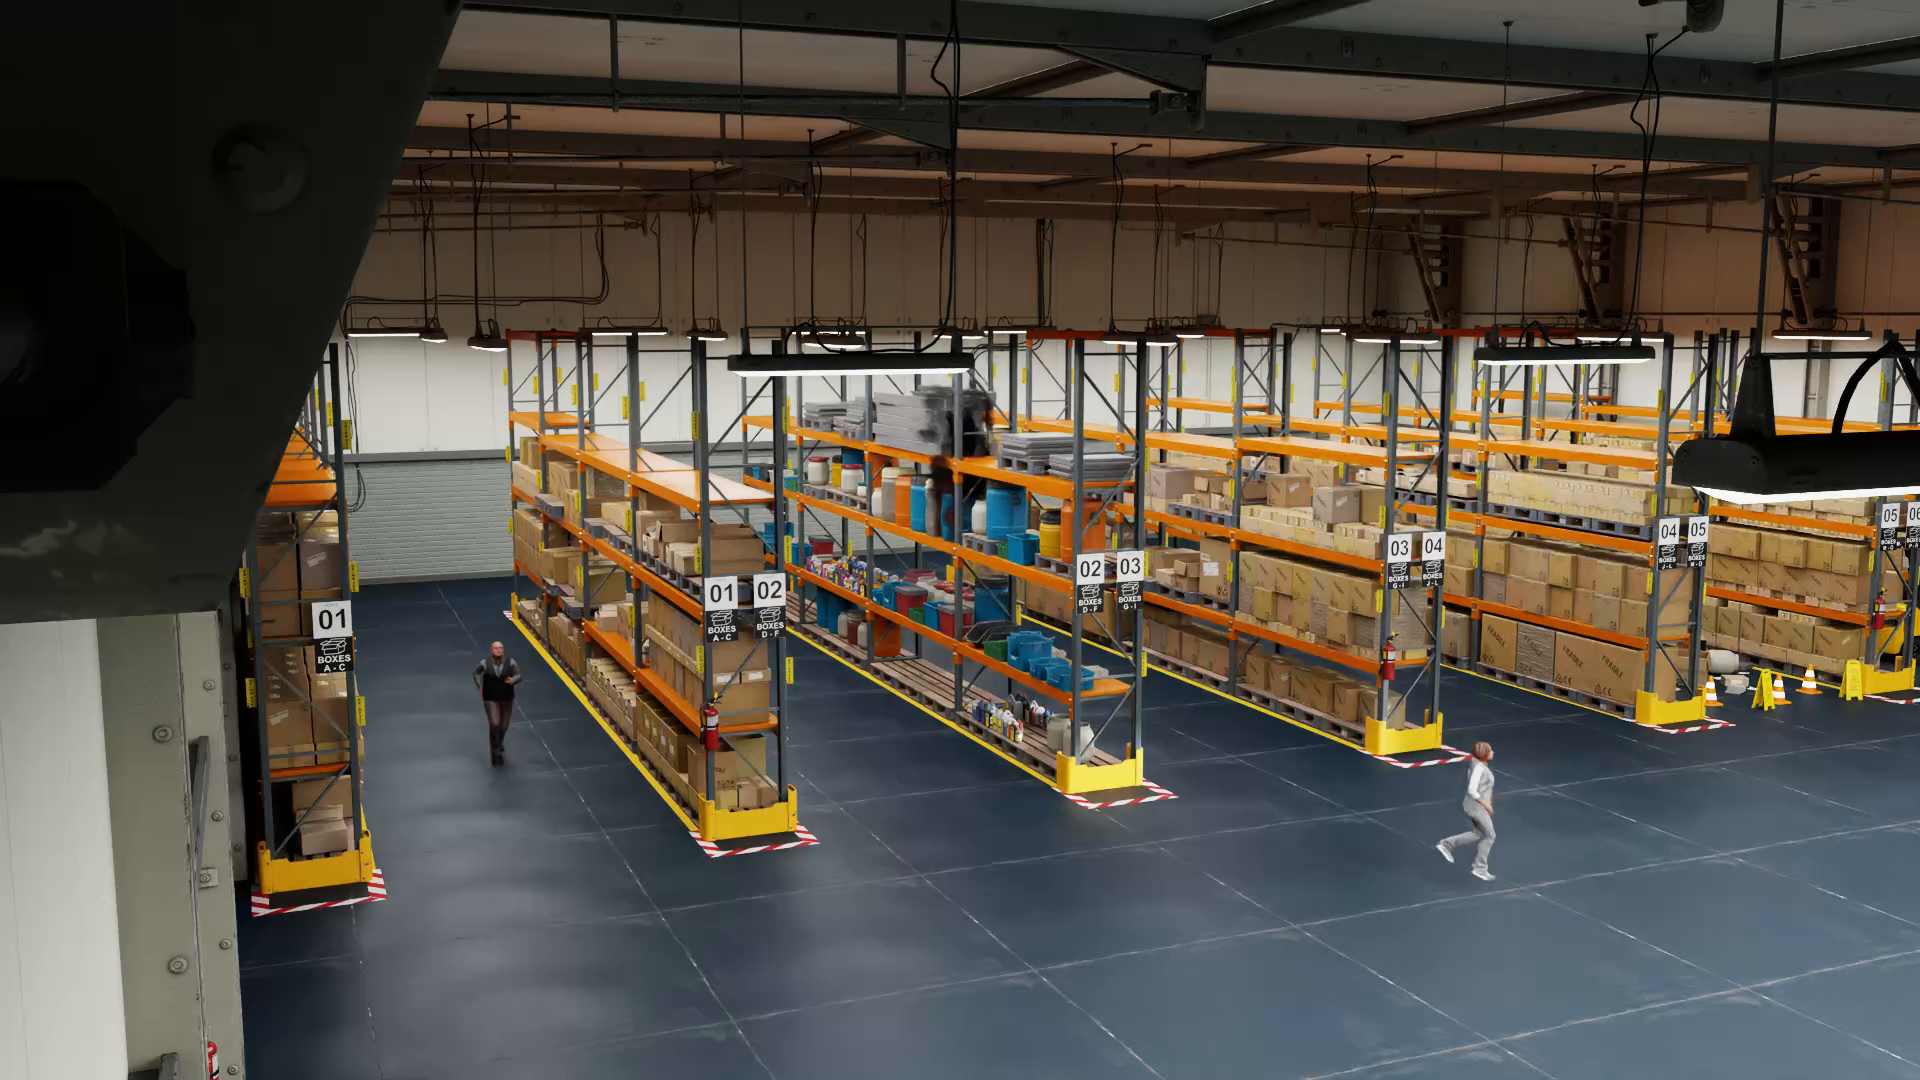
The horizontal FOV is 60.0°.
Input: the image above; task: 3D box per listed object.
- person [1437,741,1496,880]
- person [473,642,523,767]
[{"bbox_3d":[5.722,3.074,18.704,0.659,1.514,0.555,2,8,13],"label":"person"},{"bbox_3d":[-6.542,2.299,23.599,0.635,1.770,0.795,-4,9,-28],"label":"person"}]
